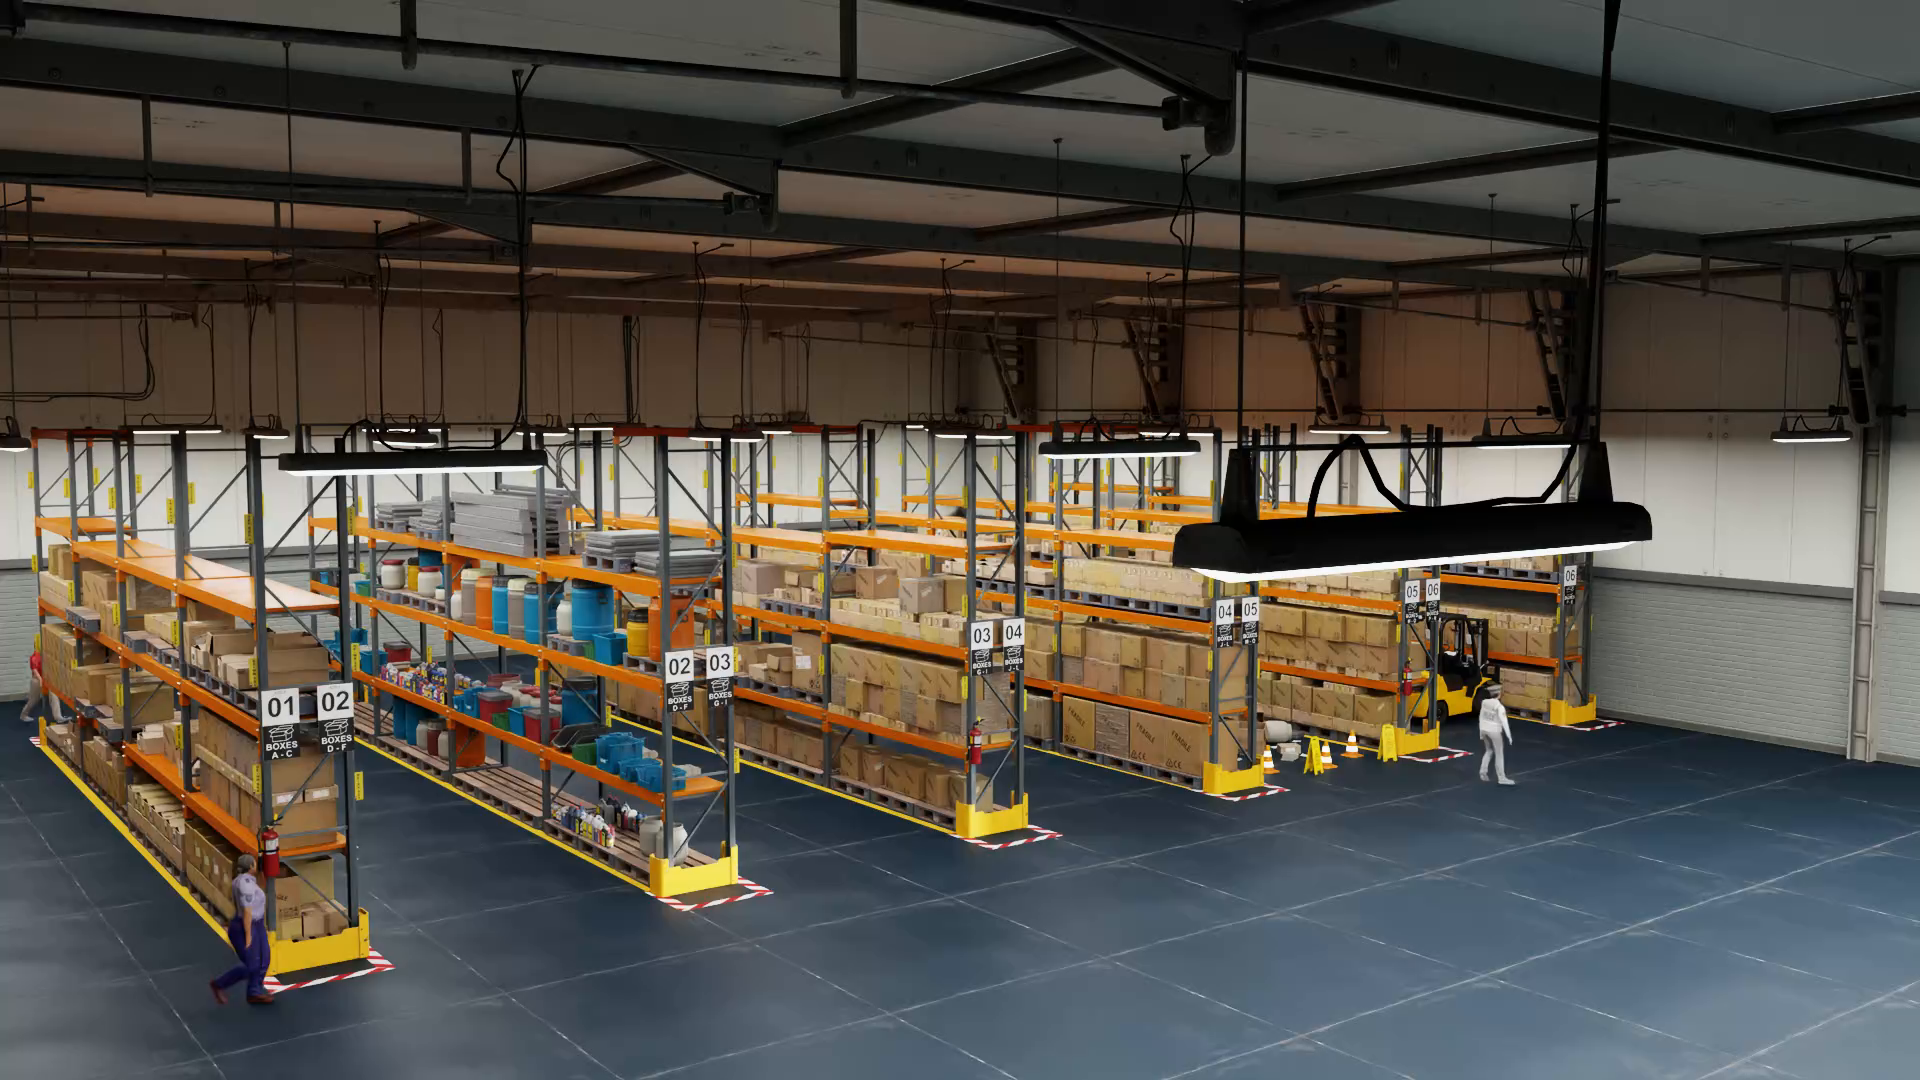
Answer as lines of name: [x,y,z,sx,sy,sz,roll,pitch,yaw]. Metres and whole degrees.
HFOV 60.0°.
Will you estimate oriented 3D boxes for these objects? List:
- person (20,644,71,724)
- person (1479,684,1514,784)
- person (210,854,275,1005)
person: [-18.455,2.871,33.429,1.050,1.683,0.519,2,5,20]
person: [9.049,3.284,28.147,0.525,1.670,0.591,-2,5,-27]
person: [-7.618,4.129,17.623,0.592,1.619,0.496,0,4,-3]
